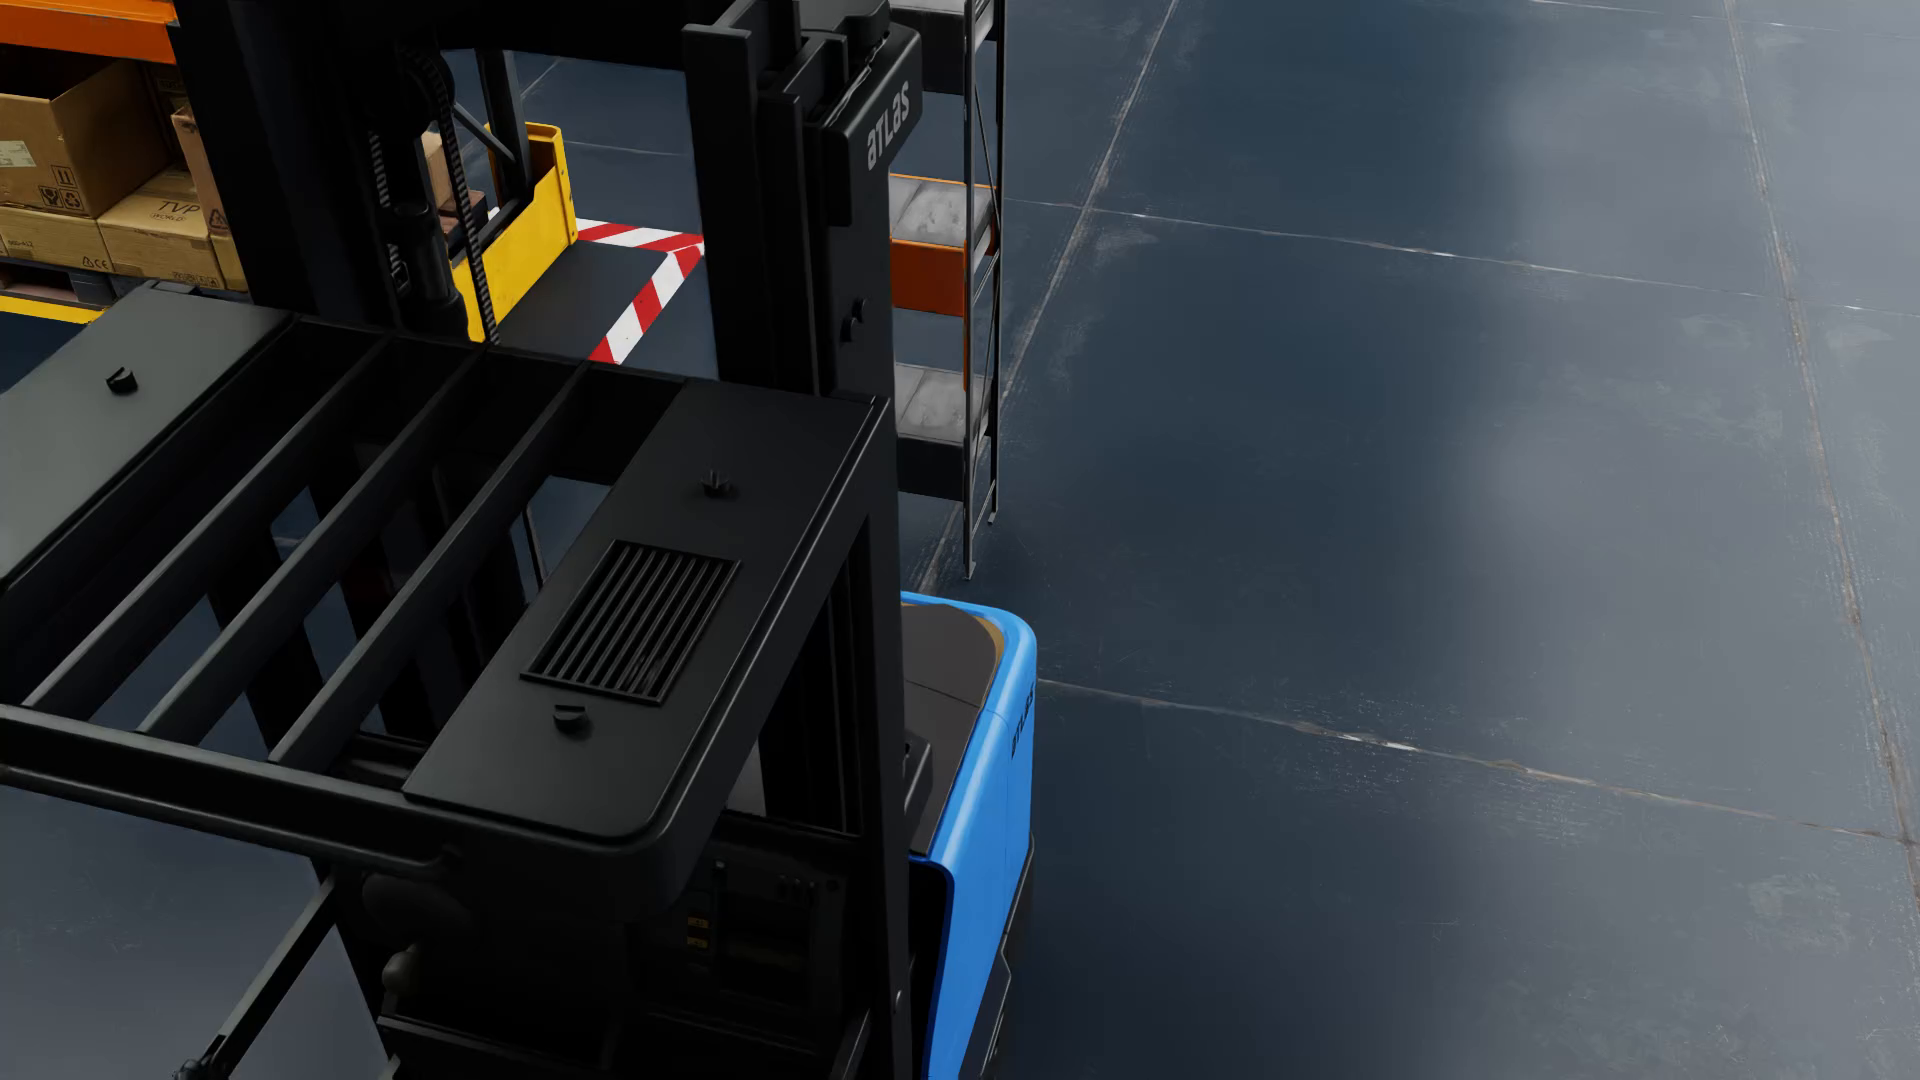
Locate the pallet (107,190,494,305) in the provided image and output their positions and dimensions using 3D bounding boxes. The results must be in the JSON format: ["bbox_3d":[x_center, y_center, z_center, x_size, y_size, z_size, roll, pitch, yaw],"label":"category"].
[{"bbox_3d":[-2.762,-1.220,7.039,1.213,0.211,1.003,10,41,11],"label":"pallet"}]

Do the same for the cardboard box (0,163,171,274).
[{"bbox_3d":[-3.576,-1.358,6.846,0.500,0.250,0.500,10,41,11],"label":"cardboard box"}]

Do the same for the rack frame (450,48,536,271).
[{"bbox_3d":[-2.012,-2.187,6.022,0.127,3.000,1.000,10,41,11],"label":"rack frame"}]

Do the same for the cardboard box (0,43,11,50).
[{"bbox_3d":[-4.060,-1.728,6.703,0.500,0.500,0.500,10,41,11],"label":"cardboard box"}]

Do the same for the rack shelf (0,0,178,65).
[{"bbox_3d":[-3.944,-2.244,6.649,4.000,0.370,1.077,10,41,11],"label":"rack shelf"}]

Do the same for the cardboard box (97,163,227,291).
[{"bbox_3d":[-3.093,-1.276,6.749,0.500,0.250,0.500,10,41,11],"label":"cardboard box"}]

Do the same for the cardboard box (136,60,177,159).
[{"bbox_3d":[-3.443,-1.967,6.988,0.500,0.500,0.500,10,41,11],"label":"cardboard box"}]

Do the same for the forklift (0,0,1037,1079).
[{"bbox_3d":[-0.689,0.704,2.633,1.130,2.935,3.031,10,41,12],"label":"forklift"}]

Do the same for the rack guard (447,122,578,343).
[{"bbox_3d":[-1.989,-1.226,6.821,0.348,0.500,1.175,10,41,11],"label":"rack guard"}]

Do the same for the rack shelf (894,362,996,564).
[{"bbox_3d":[-0.160,-0.285,5.566,0.480,0.518,0.431,10,41,11],"label":"rack shelf"}]

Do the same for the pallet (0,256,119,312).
[{"bbox_3d":[-3.937,-1.425,7.282,1.213,0.211,1.003,10,41,11],"label":"pallet"}]

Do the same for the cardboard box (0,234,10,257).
[{"bbox_3d":[-4.059,-1.443,6.947,0.500,0.250,0.500,10,41,11],"label":"cardboard box"}]

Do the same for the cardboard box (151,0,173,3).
[{"bbox_3d":[-2.969,-2.395,6.192,0.500,0.500,0.700,11,41,13],"label":"cardboard box"}]

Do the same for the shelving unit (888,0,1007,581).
[{"bbox_3d":[-0.160,-0.832,5.107,0.503,2.100,0.431,10,41,11],"label":"shelving unit"}]

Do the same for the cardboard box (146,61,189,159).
[{"bbox_3d":[-2.956,-1.891,6.898,0.500,0.500,0.500,10,41,11],"label":"cardboard box"}]

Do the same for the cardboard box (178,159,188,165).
[{"bbox_3d":[-2.957,-1.603,7.138,0.500,0.250,0.500,10,41,11],"label":"cardboard box"}]

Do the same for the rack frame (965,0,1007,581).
[{"bbox_3d":[0.076,-0.791,5.059,0.015,2.100,0.400,10,41,11],"label":"rack frame"}]

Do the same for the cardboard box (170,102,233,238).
[{"bbox_3d":[-2.607,-1.486,6.416,0.500,0.500,0.500,10,41,11],"label":"cardboard box"}]

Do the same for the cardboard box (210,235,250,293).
[{"bbox_3d":[-2.607,-1.201,6.659,0.500,0.250,0.500,10,41,11],"label":"cardboard box"}]

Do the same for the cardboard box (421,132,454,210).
[{"bbox_3d":[-2.473,-1.522,7.042,0.500,0.250,0.500,10,41,11],"label":"cardboard box"}]

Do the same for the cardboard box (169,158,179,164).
[{"bbox_3d":[-3.440,-1.687,7.237,0.500,0.250,0.500,10,41,11],"label":"cardboard box"}]

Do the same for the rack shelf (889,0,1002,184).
[{"bbox_3d":[-0.160,-1.357,4.666,0.480,0.518,0.431,10,41,11],"label":"rack shelf"}]

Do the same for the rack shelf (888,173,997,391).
[{"bbox_3d":[-0.160,-0.821,5.116,0.480,0.518,0.431,10,41,11],"label":"rack shelf"}]

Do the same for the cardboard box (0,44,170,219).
[{"bbox_3d":[-3.577,-1.644,6.603,0.500,0.500,0.500,10,41,11],"label":"cardboard box"}]
